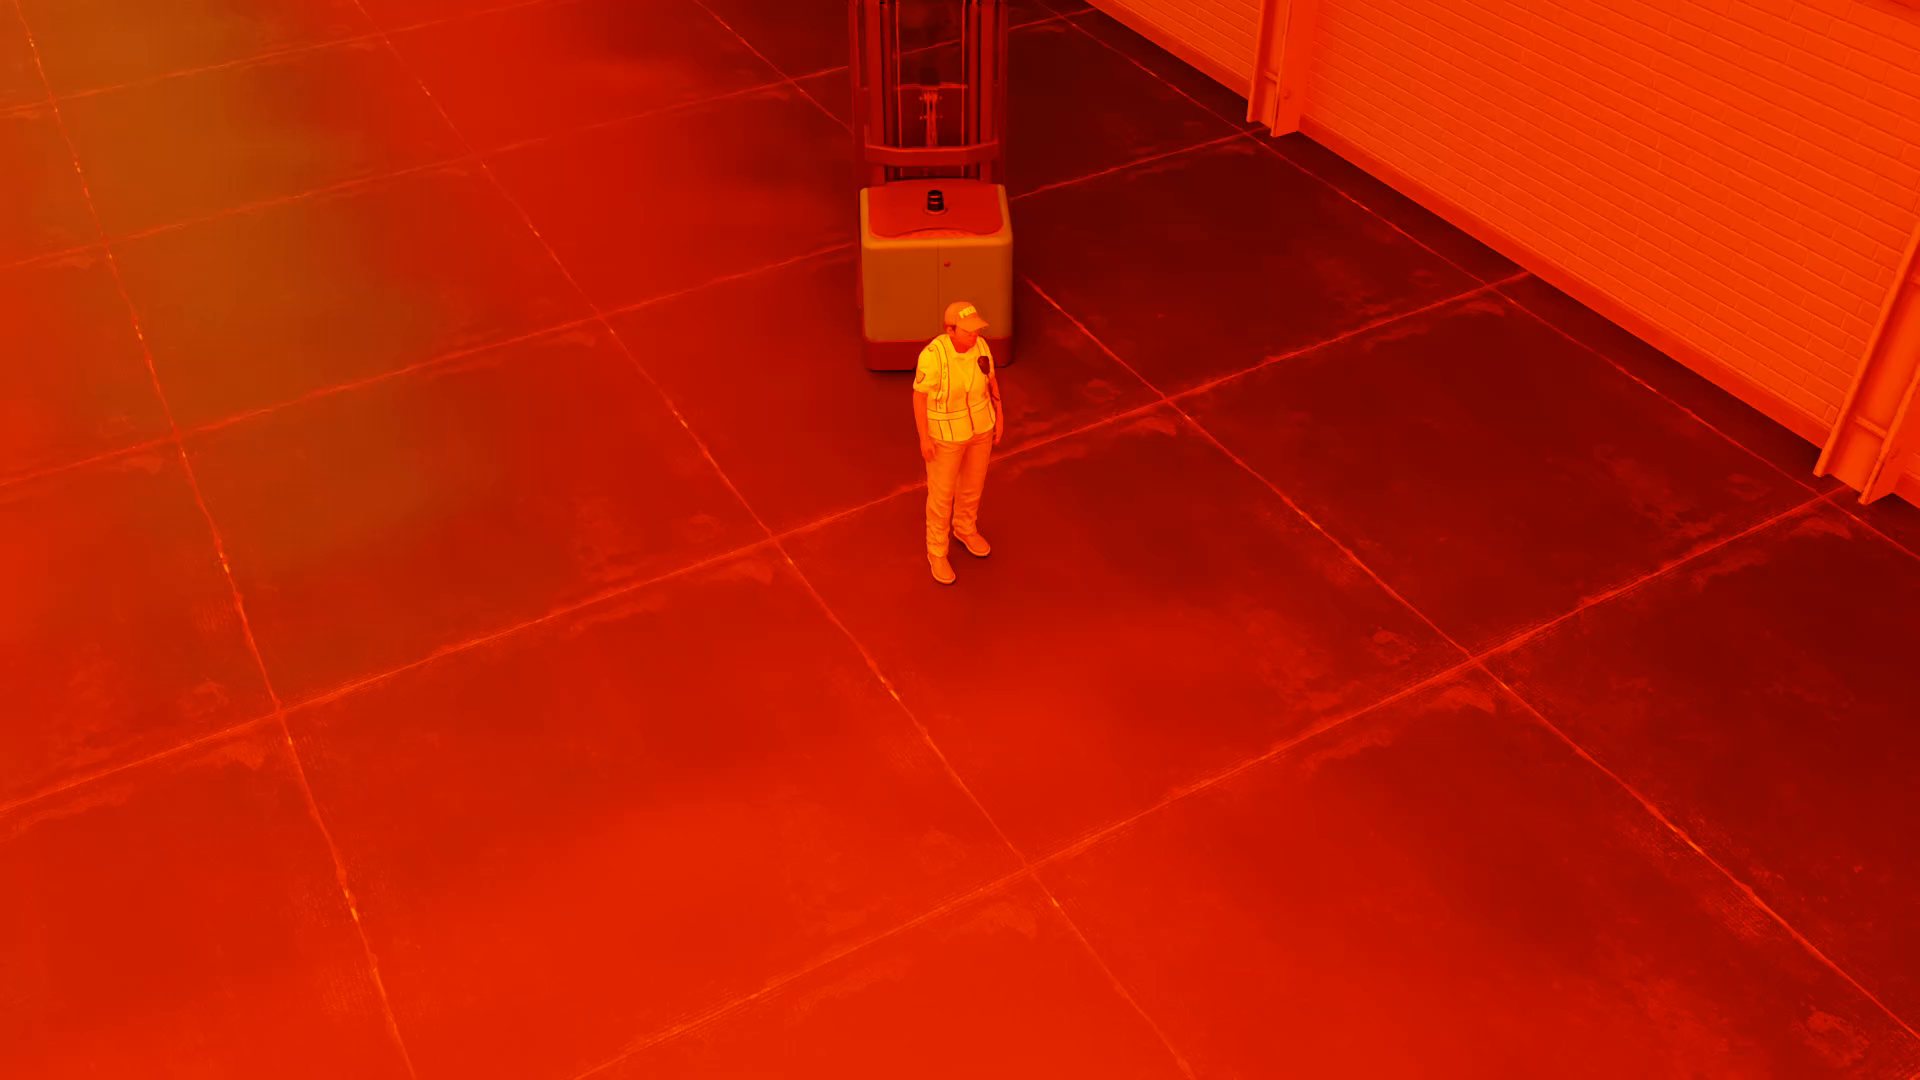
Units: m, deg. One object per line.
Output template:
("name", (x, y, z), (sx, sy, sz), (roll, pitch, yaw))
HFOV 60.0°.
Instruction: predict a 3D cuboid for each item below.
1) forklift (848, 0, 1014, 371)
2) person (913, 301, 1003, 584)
("forklift", (-0.232, -3.238, 11.940), (1.130, 2.935, 3.031), (-2, 40, -3))
("person", (0.019, -0.597, 9.736), (0.598, 1.670, 0.529), (-20, 44, -23))
